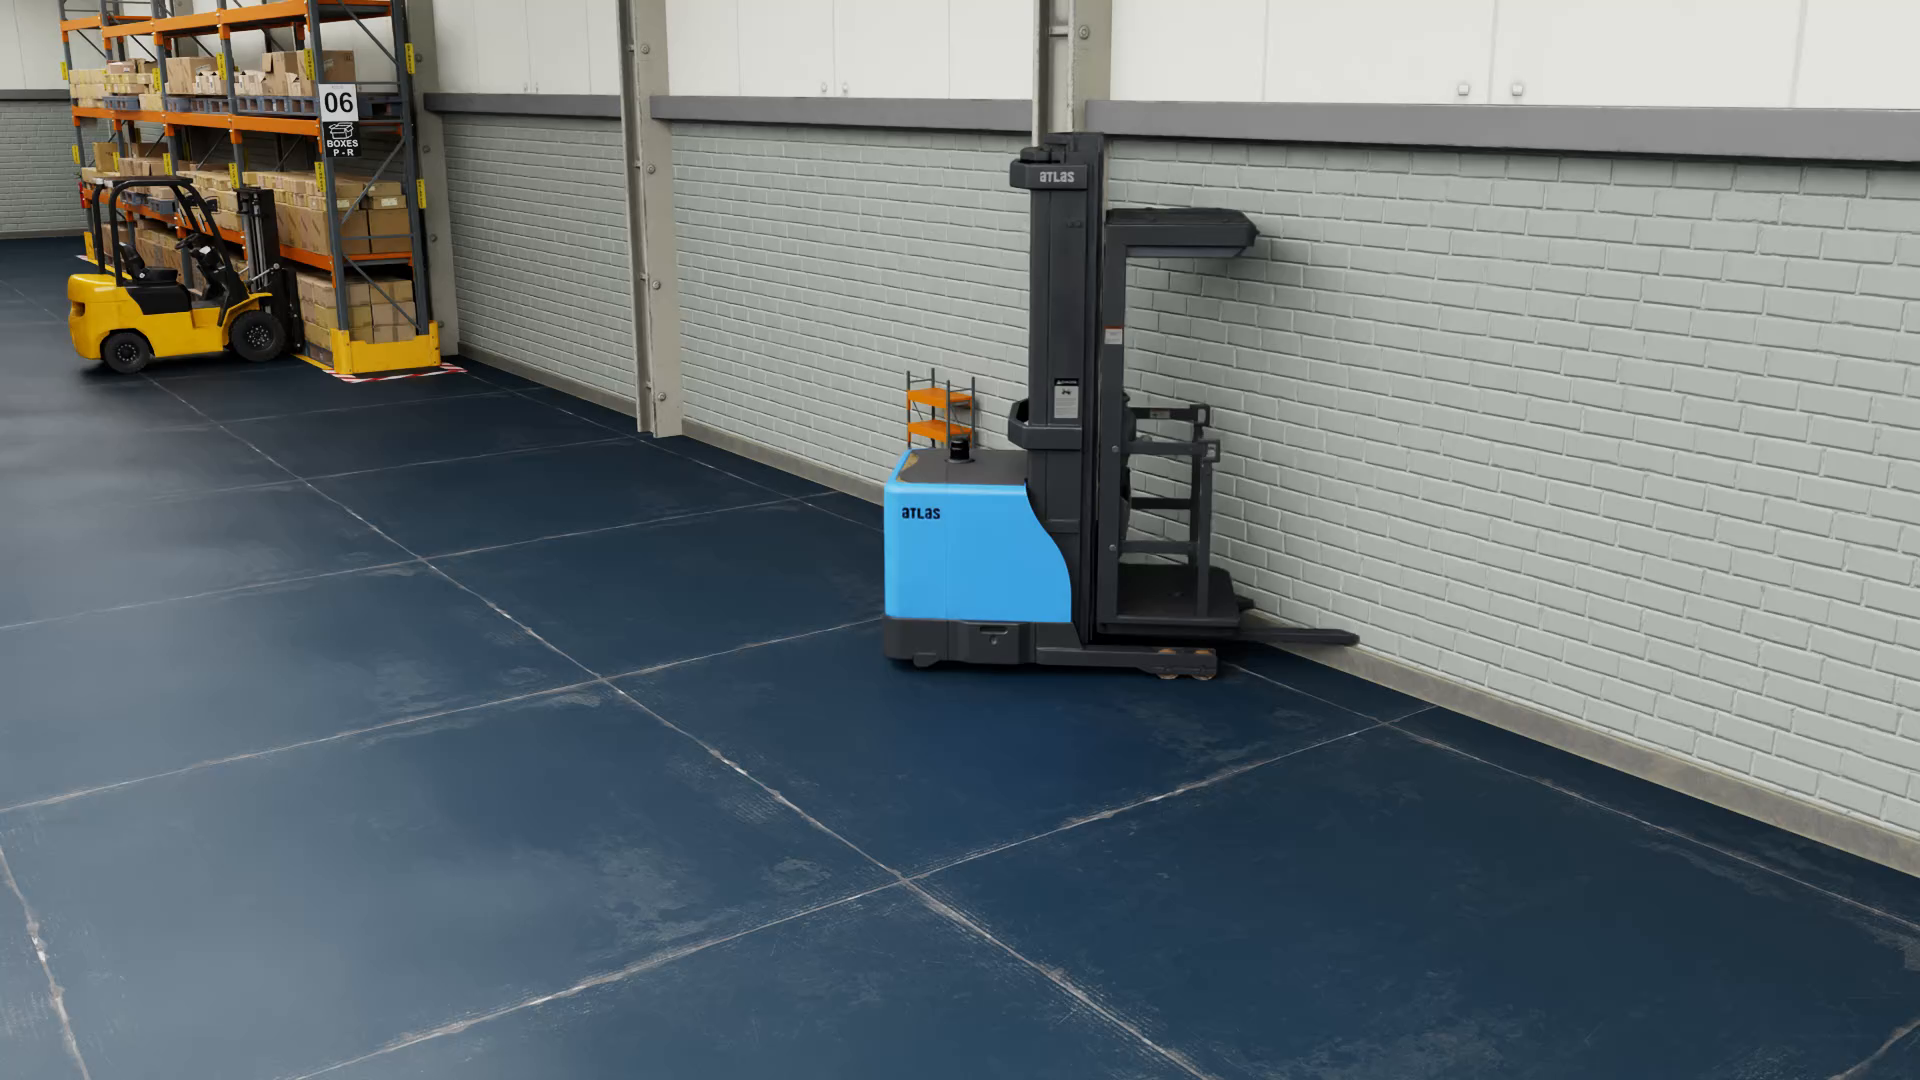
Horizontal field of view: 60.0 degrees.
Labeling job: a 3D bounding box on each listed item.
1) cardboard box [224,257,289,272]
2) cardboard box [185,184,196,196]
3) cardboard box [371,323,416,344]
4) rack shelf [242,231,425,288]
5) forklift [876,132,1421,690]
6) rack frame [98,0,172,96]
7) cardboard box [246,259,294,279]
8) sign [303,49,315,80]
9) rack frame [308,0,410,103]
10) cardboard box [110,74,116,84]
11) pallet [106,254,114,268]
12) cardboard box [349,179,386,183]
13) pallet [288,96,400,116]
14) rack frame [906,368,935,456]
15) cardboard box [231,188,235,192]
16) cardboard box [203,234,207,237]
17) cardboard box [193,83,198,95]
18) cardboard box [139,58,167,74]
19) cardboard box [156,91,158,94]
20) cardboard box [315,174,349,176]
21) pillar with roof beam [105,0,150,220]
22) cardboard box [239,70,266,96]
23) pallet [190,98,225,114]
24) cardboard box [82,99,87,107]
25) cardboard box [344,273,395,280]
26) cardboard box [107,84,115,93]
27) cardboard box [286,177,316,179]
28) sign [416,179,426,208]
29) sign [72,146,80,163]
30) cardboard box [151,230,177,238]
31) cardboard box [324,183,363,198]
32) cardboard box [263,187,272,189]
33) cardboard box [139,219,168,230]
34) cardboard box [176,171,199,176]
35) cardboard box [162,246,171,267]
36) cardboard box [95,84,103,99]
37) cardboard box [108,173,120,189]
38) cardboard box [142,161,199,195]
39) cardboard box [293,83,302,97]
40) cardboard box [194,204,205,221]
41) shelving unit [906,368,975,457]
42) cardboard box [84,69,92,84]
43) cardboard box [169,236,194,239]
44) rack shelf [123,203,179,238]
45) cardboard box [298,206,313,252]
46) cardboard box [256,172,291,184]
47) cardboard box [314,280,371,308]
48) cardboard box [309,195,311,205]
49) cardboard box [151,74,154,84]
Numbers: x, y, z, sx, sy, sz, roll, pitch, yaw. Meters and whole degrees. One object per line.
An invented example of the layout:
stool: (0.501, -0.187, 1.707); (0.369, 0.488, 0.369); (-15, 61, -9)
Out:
cardboard box: (-9.805, -3.649, 23.429); (0.875, 0.625, 0.625); (-11, 19, -35)
cardboard box: (-11.034, -5.098, 24.359); (0.500, 0.250, 0.500); (-10, 18, -33)
cardboard box: (-6.817, -2.473, 19.841); (0.500, 0.250, 0.500); (-11, 19, -34)
rack shelf: (-7.863, -3.541, 20.695); (1.077, 0.370, 4.000); (-11, 19, -35)
forklift: (1.091, -0.750, 9.263); (3.031, 2.935, 1.130); (4, 16, 15)
rack frame: (-13.742, -8.917, 27.610); (1.000, 3.000, 0.127); (-11, 19, -35)
cardboard box: (-9.008, -3.522, 21.781); (0.500, 0.250, 0.500); (-11, 19, -35)
sign: (-7.134, -5.216, 18.241); (0.100, 0.325, 0.005); (-11, 19, -35)
rack frame: (-6.687, -6.355, 18.248); (1.000, 3.000, 0.127); (-11, 19, -35)
cardboard box: (-13.592, -7.505, 27.060); (0.380, 0.149, 0.250); (-11, 19, -36)
pallet: (-14.867, -5.086, 30.259); (1.003, 0.211, 1.213); (-11, 19, -35)
cardboard box: (-7.005, -4.186, 19.706); (0.380, 0.149, 0.250); (-10, 18, -33)
pallet: (-7.082, -5.020, 19.222); (1.003, 0.211, 1.213); (-11, 19, -35)
rack frame: (-0.284, -0.658, 12.205); (0.240, 1.200, 0.015); (-11, 19, -35)
cardboard box: (-9.586, -4.767, 22.393); (0.380, 0.149, 0.250); (-11, 19, -35)
cardboard box: (-12.068, -4.861, 26.866); (0.380, 0.149, 0.250); (-11, 19, -36)
cardboard box: (-10.384, -6.244, 23.017); (0.380, 0.149, 0.250); (-11, 19, -35)
cardboard box: (-13.325, -7.837, 27.489); (0.396, 0.266, 0.258); (-11, 19, -35)
cardboard box: (-12.064, -6.893, 25.425); (0.380, 0.149, 0.250); (-10, 18, -33)
cardboard box: (-7.880, -4.520, 20.927); (0.380, 0.149, 0.250); (-11, 19, -35)
pillar with roof beam: (-20.433, -9.819, 30.904); (9.100, 9.000, 0.400); (-11, 19, -35)
cardboard box: (-8.747, -5.754, 20.920); (0.500, 0.311, 0.500); (-10, 18, -33)
pallet: (-10.259, -6.156, 23.561); (1.003, 0.211, 1.213); (-10, 18, -32)
cardboard box: (-15.559, -7.866, 29.927); (0.380, 0.149, 0.250); (-11, 19, -35)
cardboard box: (-7.113, -3.058, 20.085); (0.500, 0.250, 0.500); (-11, 19, -34)
cardboard box: (-13.764, -7.414, 27.290); (0.380, 0.149, 0.250); (-11, 19, -34)
cardboard box: (-7.974, -4.336, 20.255); (0.380, 0.149, 0.250); (-11, 19, -34)
sign: (-6.234, -4.002, 19.225); (0.100, 0.325, 0.005); (-11, 19, -35)
sign: (-16.533, -7.211, 31.101); (0.100, 0.325, 0.005); (-11, 19, -35)
cardboard box: (-13.189, -5.059, 27.588); (0.380, 0.149, 0.250); (-11, 19, -35)
cardboard box: (-7.068, -4.009, 19.062); (0.380, 0.149, 0.250); (-11, 19, -34)
cardboard box: (-8.497, -4.341, 20.835); (0.380, 0.149, 0.250); (-11, 19, -35)
cardboard box: (-13.555, -5.311, 27.945); (0.380, 0.149, 0.250); (-12, 19, -37)
cardboard box: (-11.441, -5.417, 24.767); (0.380, 0.149, 0.250); (-10, 18, -33)
cardboard box: (-12.409, -4.443, 26.567); (0.500, 0.500, 0.500); (-10, 18, -32)
cardboard box: (-14.543, -7.715, 28.621); (0.500, 0.250, 0.500); (-12, 19, -36)
cardboard box: (-14.546, -6.270, 29.024); (0.500, 0.250, 0.500); (-11, 19, -34)
cardboard box: (-12.500, -5.742, 26.381); (0.797, 0.503, 0.637); (-11, 19, -36)
cardboard box: (-7.420, -5.167, 19.083); (0.380, 0.149, 0.250); (-12, 19, -36)
cardboard box: (-10.727, -4.747, 24.023); (0.500, 0.250, 0.500); (-12, 19, -36)
shelving unit: (-0.139, -0.606, 12.016); (0.258, 1.200, 0.503); (-11, 19, -35)
cardboard box: (-15.138, -8.179, 29.369); (0.500, 0.250, 0.500); (-10, 18, -33)
cardboard box: (-12.309, -4.725, 26.370); (0.380, 0.149, 0.250); (-10, 18, -33)
rack shelf: (-12.566, -5.250, 26.937); (1.077, 0.370, 4.000); (-11, 19, -35)
cardboard box: (-7.486, -3.686, 19.672); (0.500, 0.500, 0.500); (-10, 18, -33)
cardboard box: (-8.850, -4.667, 21.463); (0.380, 0.149, 0.250); (-11, 19, -34)
cardboard box: (-7.210, -2.870, 19.398); (0.500, 0.250, 0.500); (-10, 18, -33)
cardboard box: (-7.395, -3.968, 19.472); (0.380, 0.149, 0.250); (-10, 18, -34)
cardboard box: (-12.098, -7.029, 25.357); (0.380, 0.149, 0.250); (-12, 19, -36)
